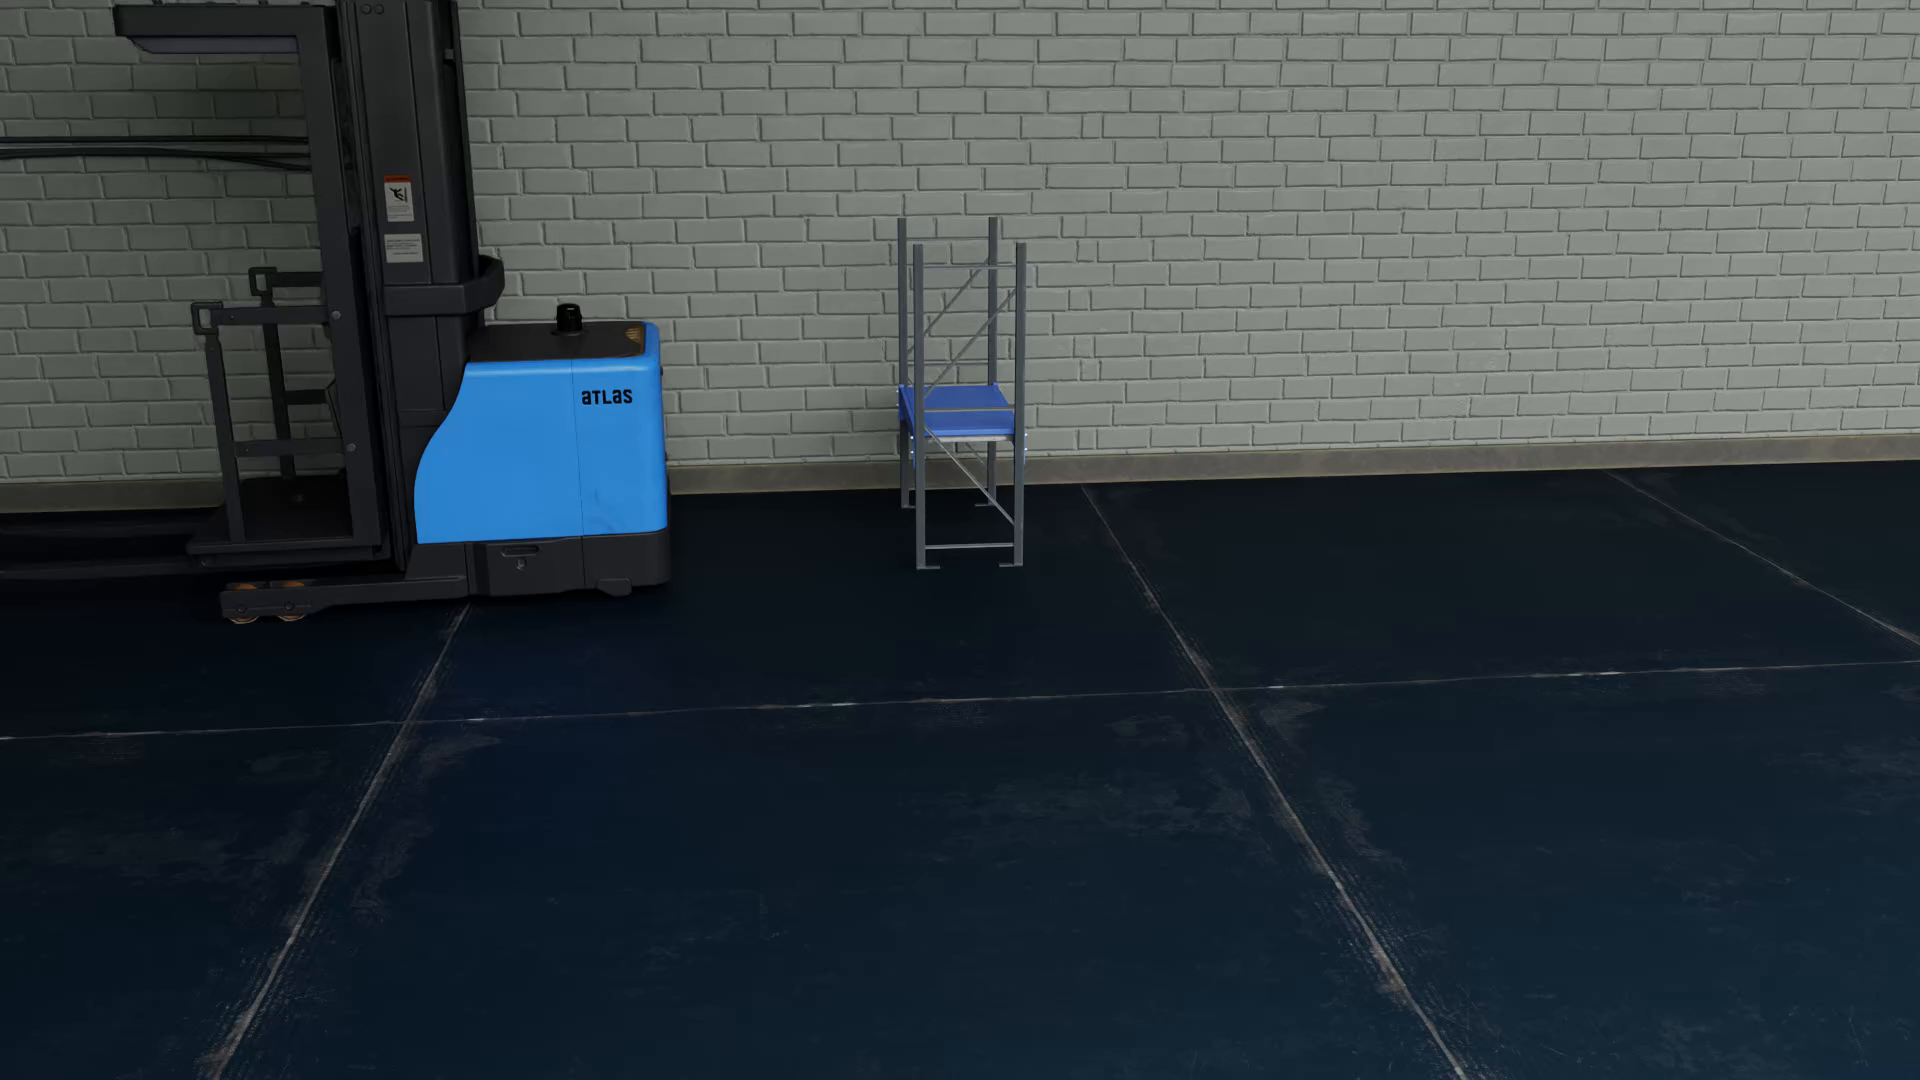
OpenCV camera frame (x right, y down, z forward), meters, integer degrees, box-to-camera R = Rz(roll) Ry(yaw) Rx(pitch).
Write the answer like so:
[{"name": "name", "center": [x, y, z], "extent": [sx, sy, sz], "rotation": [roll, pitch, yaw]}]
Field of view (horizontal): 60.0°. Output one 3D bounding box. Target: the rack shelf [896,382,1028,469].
[{"name": "rack shelf", "center": [-0.009, -0.569, 8.087], "extent": [0.538, 0.185, 1.000], "rotation": [-2, 18, -6]}]

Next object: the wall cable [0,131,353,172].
[{"name": "wall cable", "center": [-4.304, -2.963, 7.776], "extent": [3.097, 2.526, 0.112], "rotation": [-2, 18, -6]}]

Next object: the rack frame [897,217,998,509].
[{"name": "rack frame", "center": [-0.061, -0.892, 8.516], "extent": [0.500, 1.500, 0.032], "rotation": [-2, 18, -6]}]

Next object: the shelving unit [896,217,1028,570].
[{"name": "shelving unit", "center": [-0.009, -0.741, 8.033], "extent": [0.538, 1.500, 1.048], "rotation": [-2, 18, -6]}]

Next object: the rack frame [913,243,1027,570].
[{"name": "rack frame", "center": [0.044, -0.590, 7.551], "extent": [0.500, 1.500, 0.032], "rotation": [-2, 18, -6]}]

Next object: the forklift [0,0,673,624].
[{"name": "forklift", "center": [-2.844, -1.213, 7.149], "extent": [3.031, 2.935, 1.130], "rotation": [-3, 18, -9]}]
